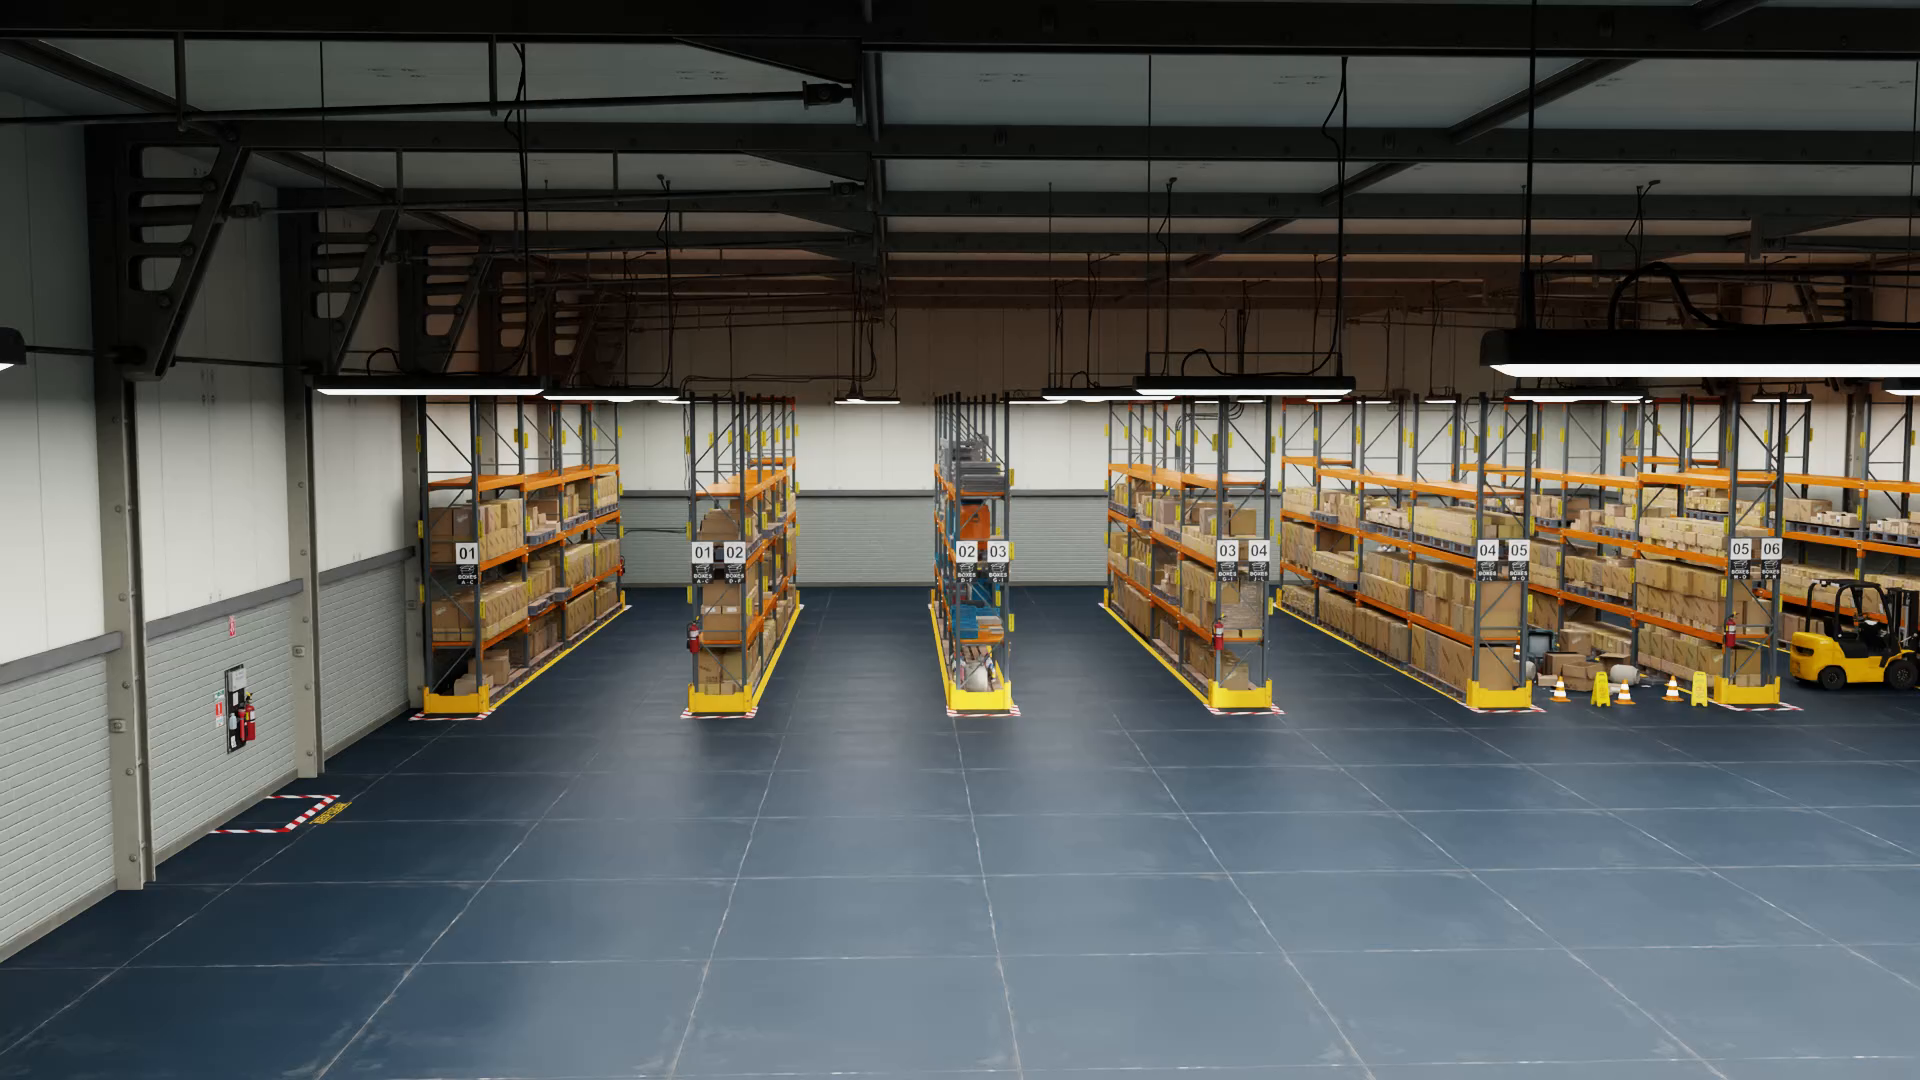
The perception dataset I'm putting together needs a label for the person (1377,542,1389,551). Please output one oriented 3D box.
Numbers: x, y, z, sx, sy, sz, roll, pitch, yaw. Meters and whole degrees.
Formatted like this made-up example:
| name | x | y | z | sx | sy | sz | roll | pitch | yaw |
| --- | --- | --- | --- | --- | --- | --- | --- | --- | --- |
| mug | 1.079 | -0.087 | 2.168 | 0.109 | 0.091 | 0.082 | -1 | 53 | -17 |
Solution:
| name | x | y | z | sx | sy | sz | roll | pitch | yaw |
| --- | --- | --- | --- | --- | --- | --- | --- | --- | --- |
| person | 13.108 | 0.755 | 51.471 | 0.786 | 1.653 | 0.480 | -3 | 5 | -33 |
